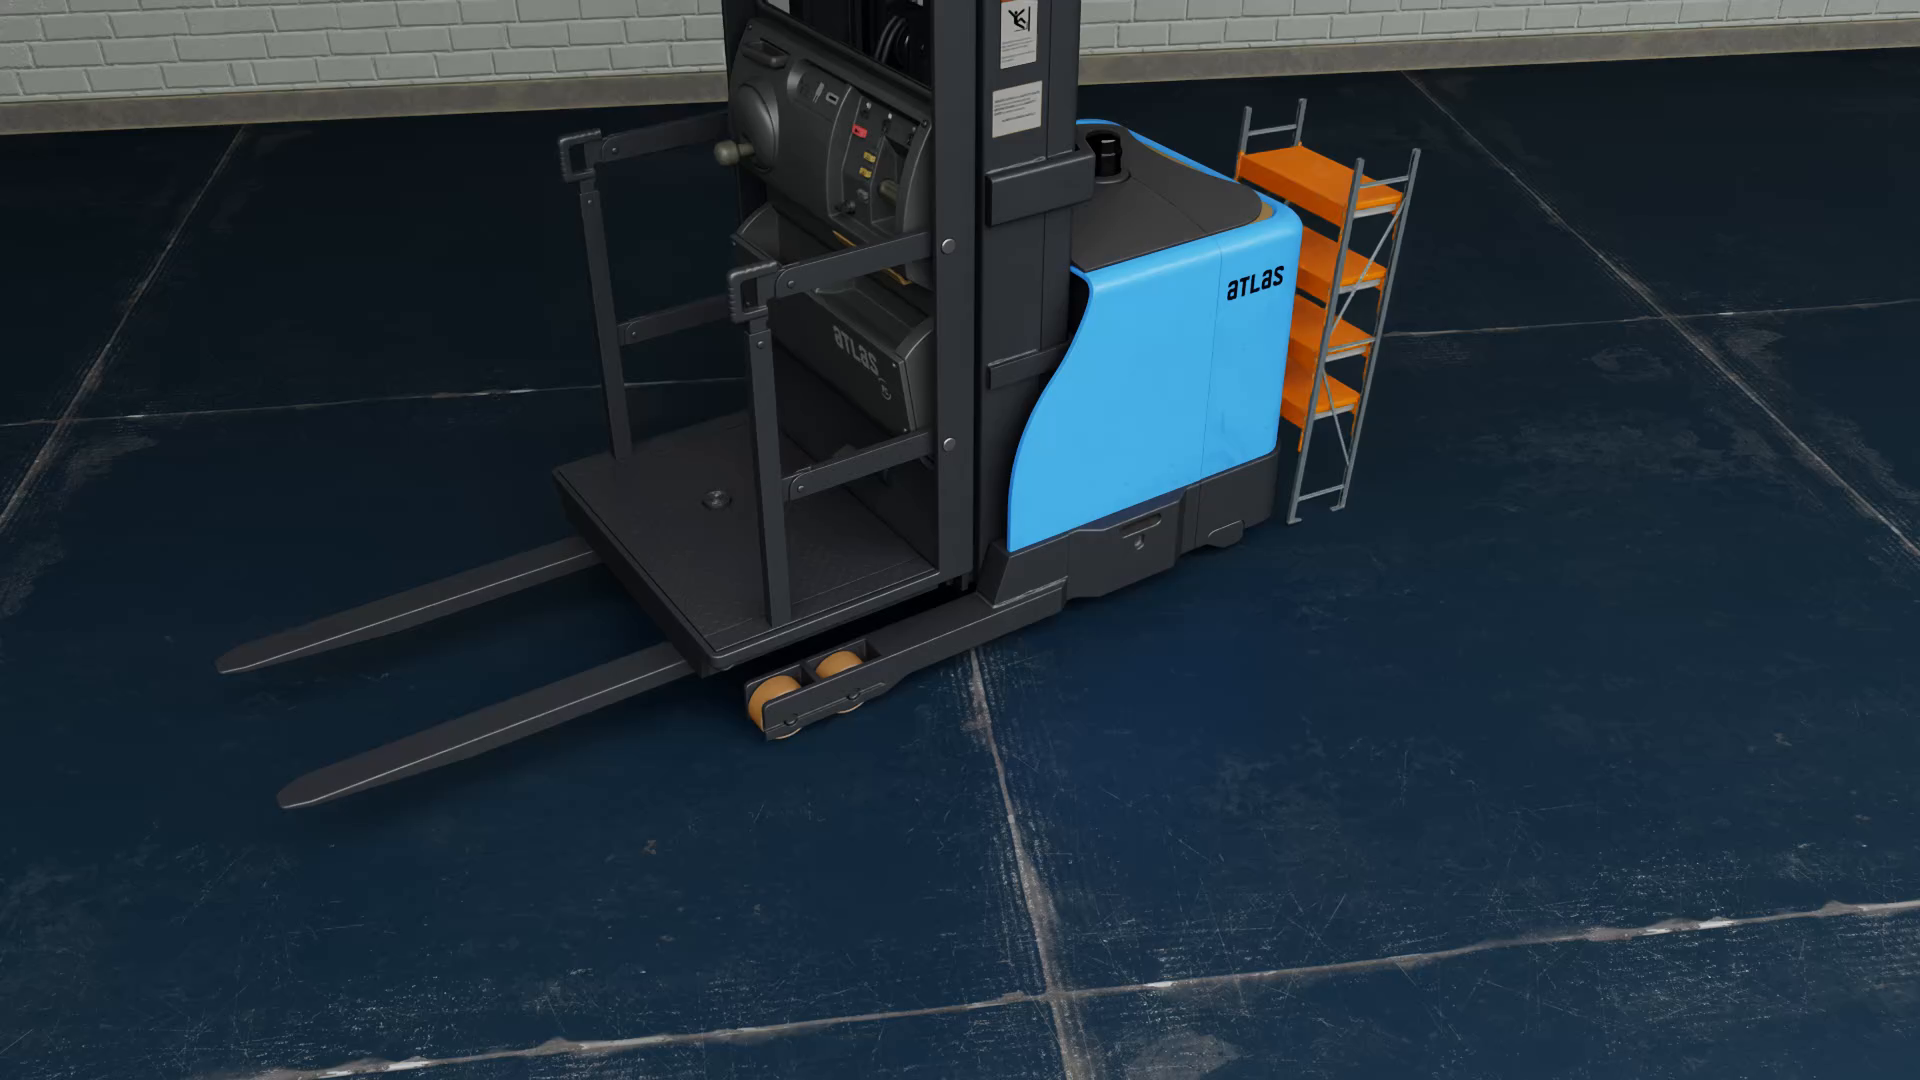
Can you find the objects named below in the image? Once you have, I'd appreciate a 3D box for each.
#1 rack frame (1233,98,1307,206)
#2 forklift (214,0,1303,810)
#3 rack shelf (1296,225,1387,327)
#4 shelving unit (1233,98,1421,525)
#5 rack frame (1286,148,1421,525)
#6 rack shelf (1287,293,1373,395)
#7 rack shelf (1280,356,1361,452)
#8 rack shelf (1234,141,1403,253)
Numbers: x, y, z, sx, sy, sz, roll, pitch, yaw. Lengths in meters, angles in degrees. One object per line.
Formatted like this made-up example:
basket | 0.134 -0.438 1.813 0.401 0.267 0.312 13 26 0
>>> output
rack frame | 0.924 -0.822 5.375 0.240 1.200 0.015 -16 37 -28
forklift | -0.520 -1.018 4.142 3.031 2.935 1.130 -20 39 -27
rack shelf | 1.062 -0.837 5.120 0.258 0.148 0.480 -16 37 -28
shelving unit | 1.052 -0.704 5.203 0.258 1.200 0.503 -16 37 -28
rack frame | 1.180 -0.587 5.031 0.240 1.200 0.015 -16 37 -28
rack shelf | 1.048 -0.648 5.239 0.258 0.148 0.480 -16 37 -28
rack shelf | 1.036 -0.480 5.345 0.258 0.148 0.480 -16 37 -28
rack shelf | 1.076 -1.036 4.994 0.258 0.148 0.480 -16 37 -28
